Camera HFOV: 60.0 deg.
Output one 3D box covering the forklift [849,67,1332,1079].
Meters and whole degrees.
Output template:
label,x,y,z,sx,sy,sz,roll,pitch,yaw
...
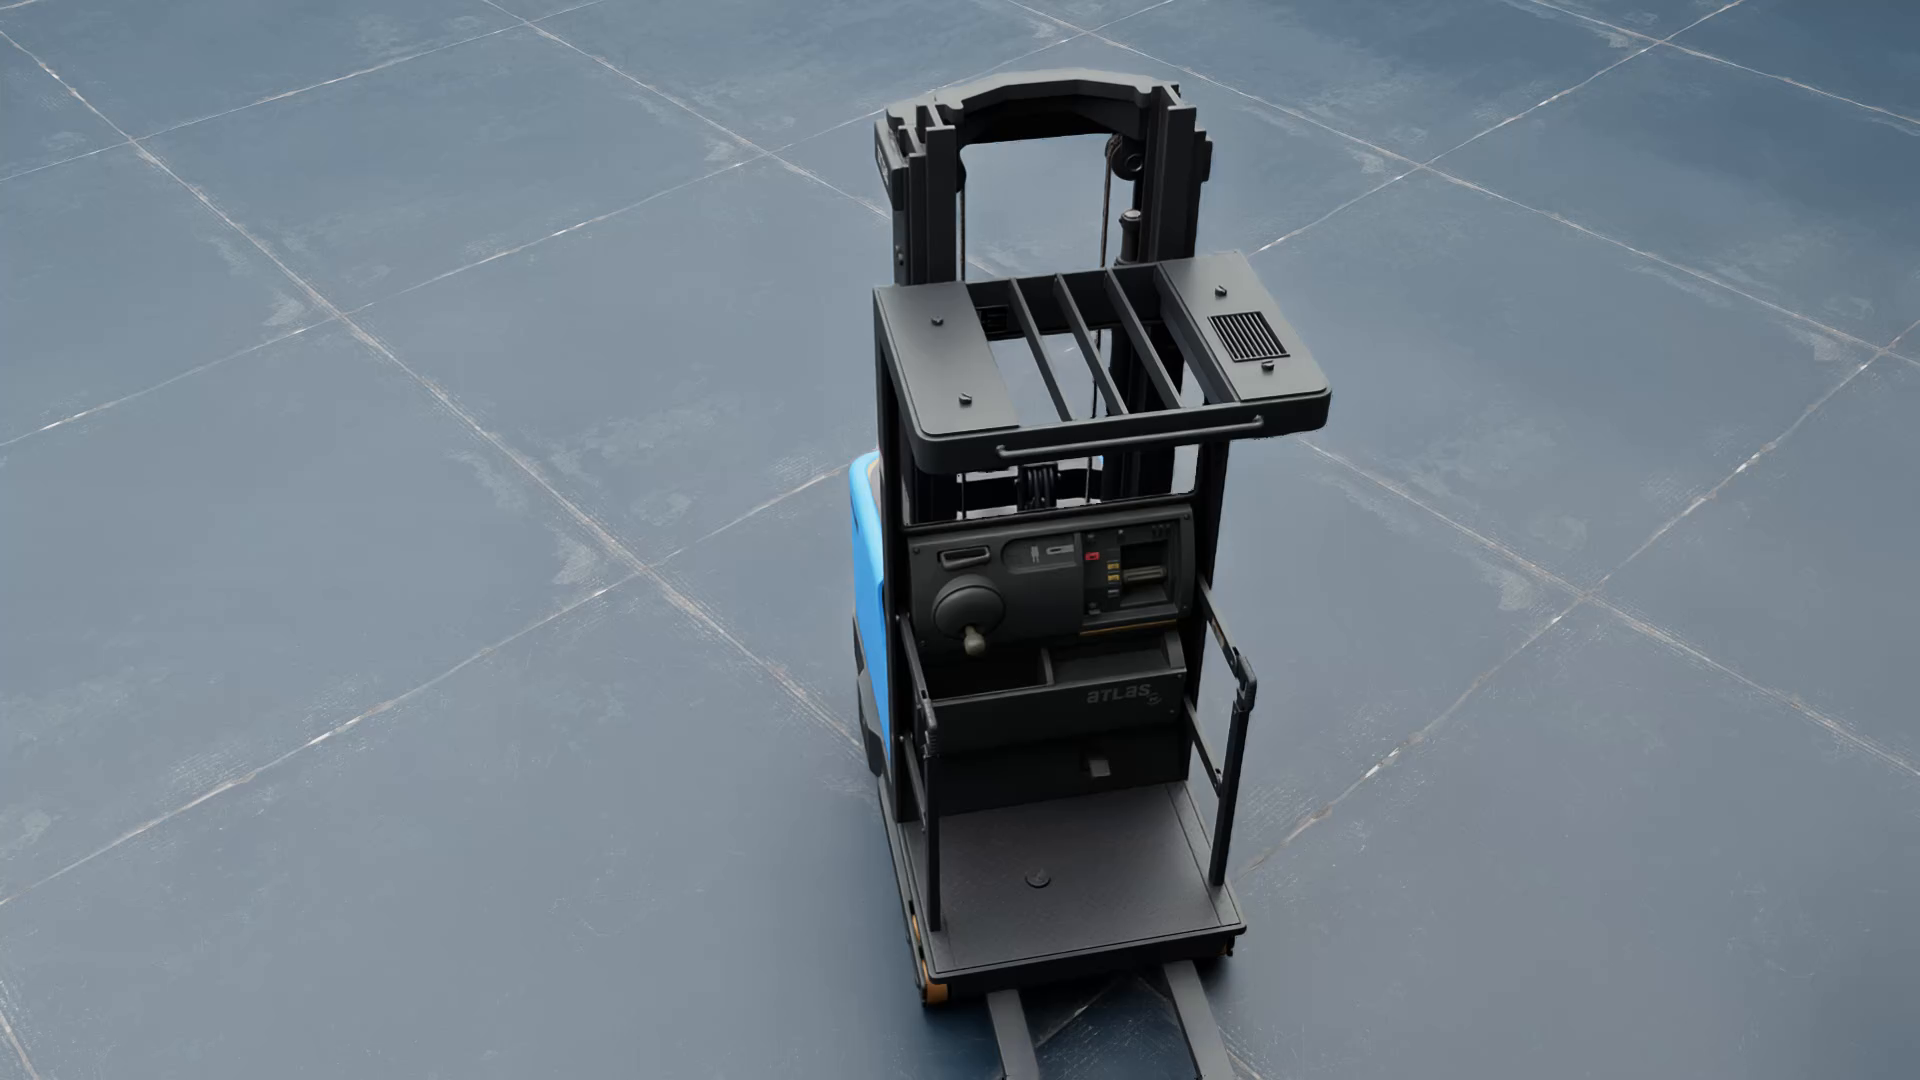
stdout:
label,x,y,z,sx,sy,sz,roll,pitch,yaw
forklift,0.344,0.208,5.160,1.130,2.935,3.031,-7,39,-9
